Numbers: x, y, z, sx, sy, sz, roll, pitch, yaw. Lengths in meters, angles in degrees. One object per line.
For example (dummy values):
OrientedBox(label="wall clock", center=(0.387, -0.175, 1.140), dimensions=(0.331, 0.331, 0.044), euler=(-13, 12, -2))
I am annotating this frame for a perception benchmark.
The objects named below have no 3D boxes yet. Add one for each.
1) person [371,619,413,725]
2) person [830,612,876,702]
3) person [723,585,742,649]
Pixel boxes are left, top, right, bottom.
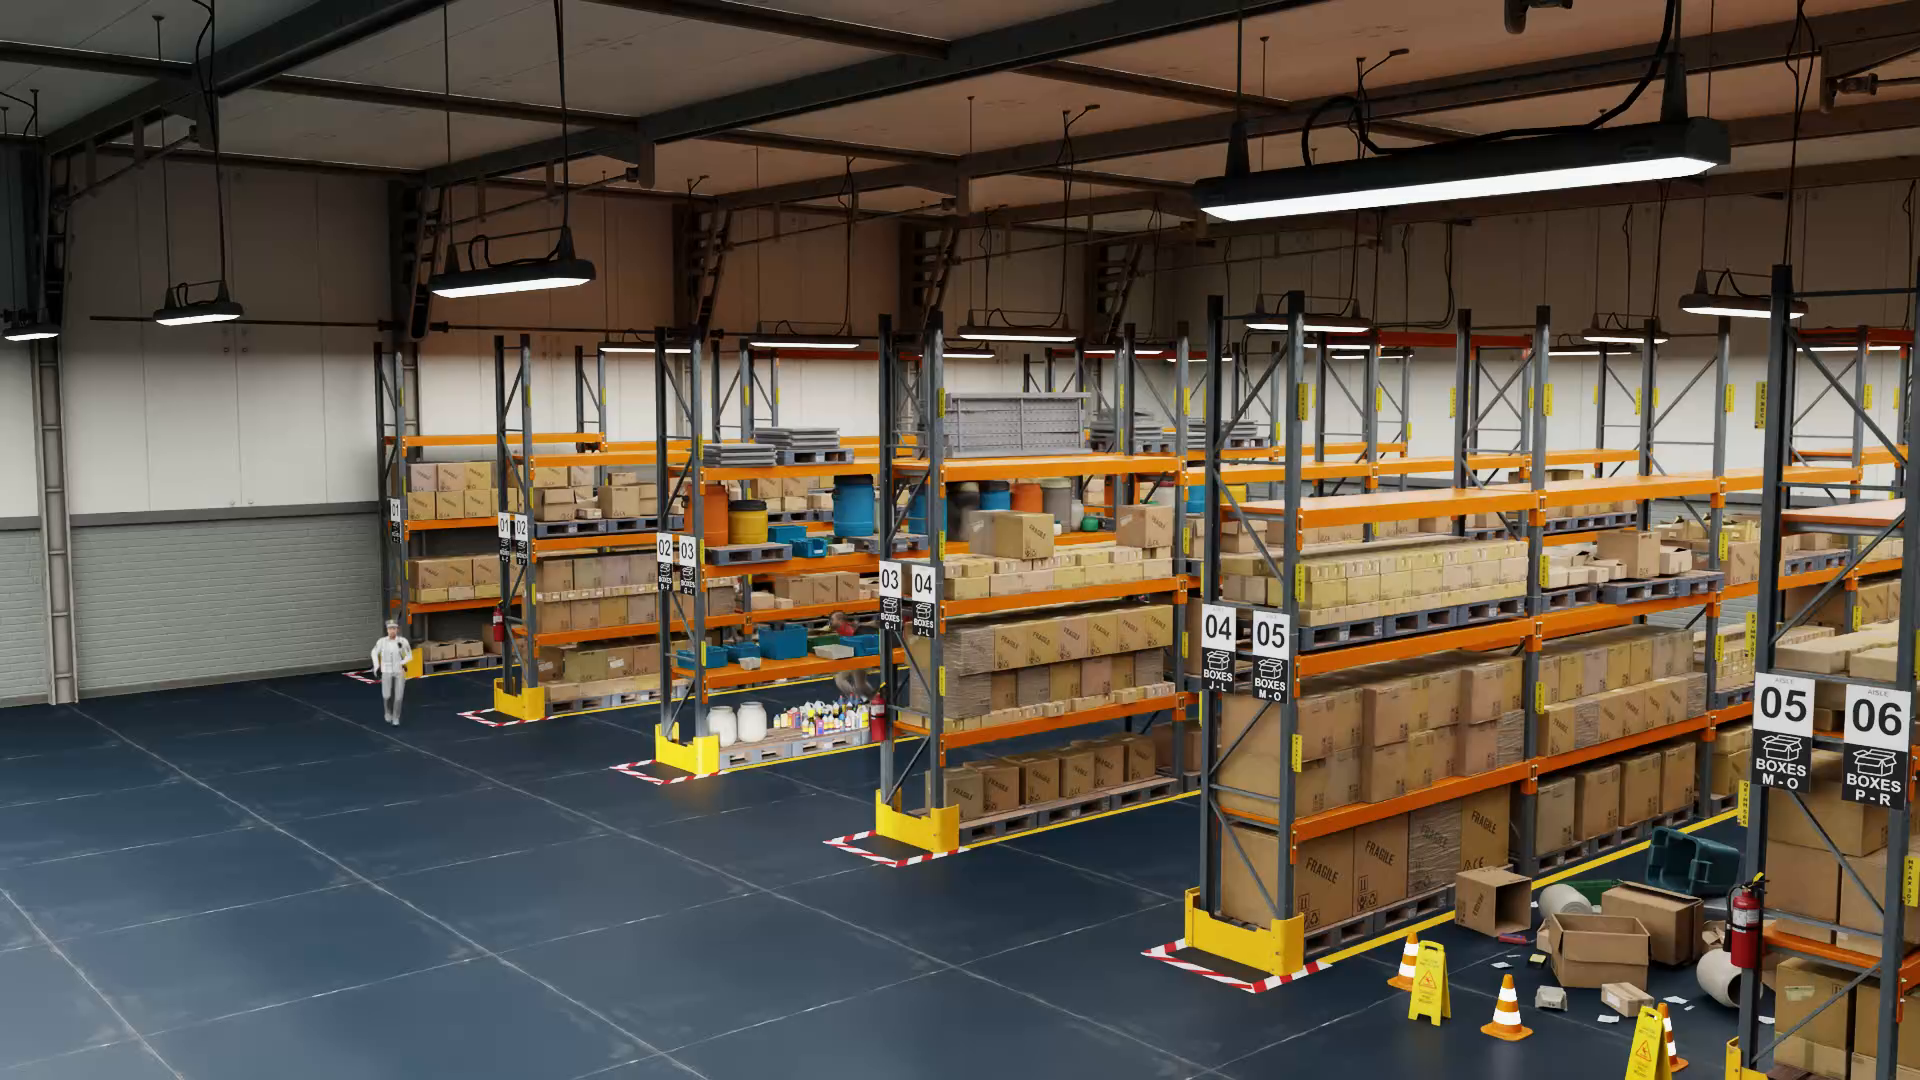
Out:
OrientedBox(label="person", center=(-8.651, 2.028, 25.342), dimensions=(0.606, 1.649, 0.557), euler=(-2, 5, -17))
OrientedBox(label="person", center=(-1.716, 1.973, 26.442), dimensions=(0.932, 1.702, 0.681), euler=(-3, 6, -27))
OrientedBox(label="person", center=(-4.548, 1.395, 32.171), dimensions=(0.521, 1.749, 0.847), euler=(5, 7, 44))
